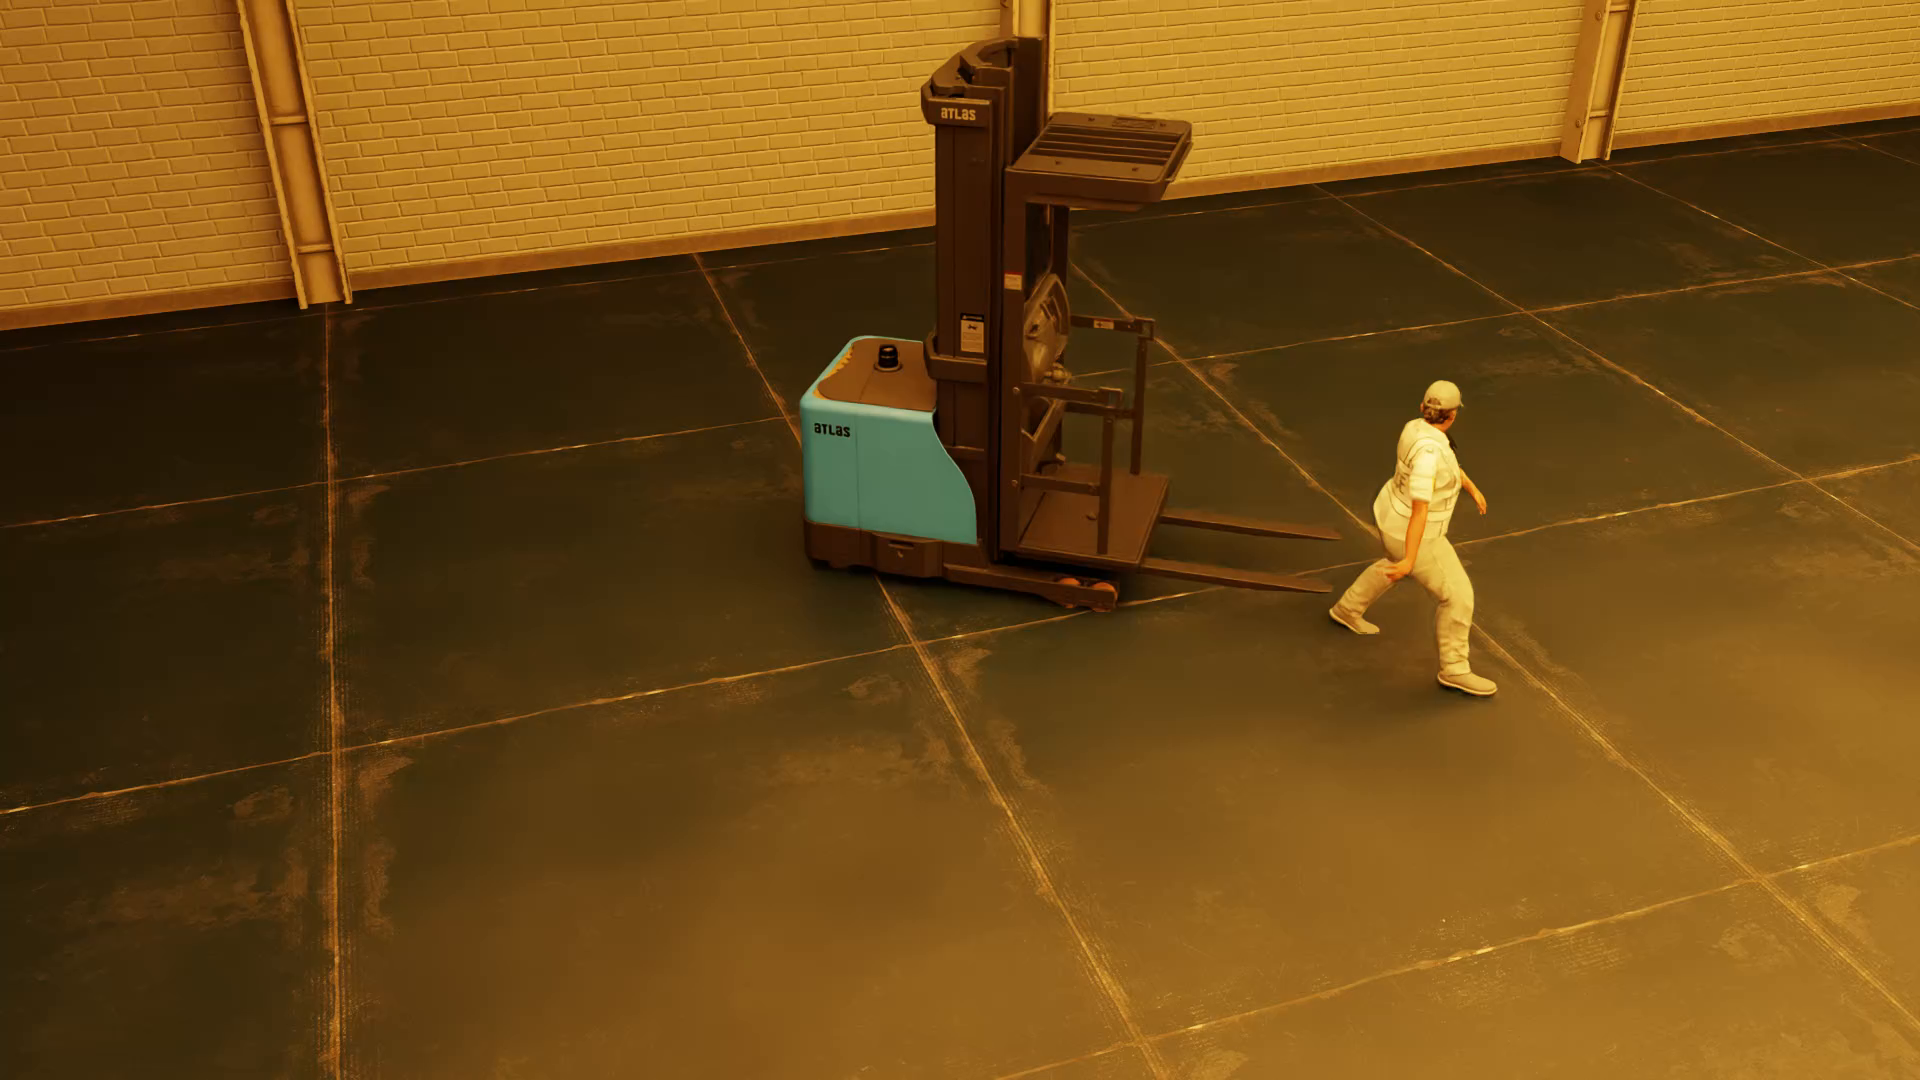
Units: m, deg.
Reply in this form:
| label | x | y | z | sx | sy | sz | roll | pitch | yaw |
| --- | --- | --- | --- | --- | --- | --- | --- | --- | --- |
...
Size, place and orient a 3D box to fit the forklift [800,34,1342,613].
| label | x | y | z | sx | sy | sz | roll | pitch | yaw |
| --- | --- | --- | --- | --- | --- | --- | --- | --- | --- |
| forklift | 0.665 | -1.158 | 9.099 | 3.031 | 2.935 | 1.130 | 8 | 31 | 14 |

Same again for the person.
| label | x | y | z | sx | sy | sz | roll | pitch | yaw |
| --- | --- | --- | --- | --- | --- | --- | --- | --- | --- |
| person | 2.421 | -0.043 | 8.560 | 0.767 | 1.585 | 0.743 | 2 | 30 | 3 |
